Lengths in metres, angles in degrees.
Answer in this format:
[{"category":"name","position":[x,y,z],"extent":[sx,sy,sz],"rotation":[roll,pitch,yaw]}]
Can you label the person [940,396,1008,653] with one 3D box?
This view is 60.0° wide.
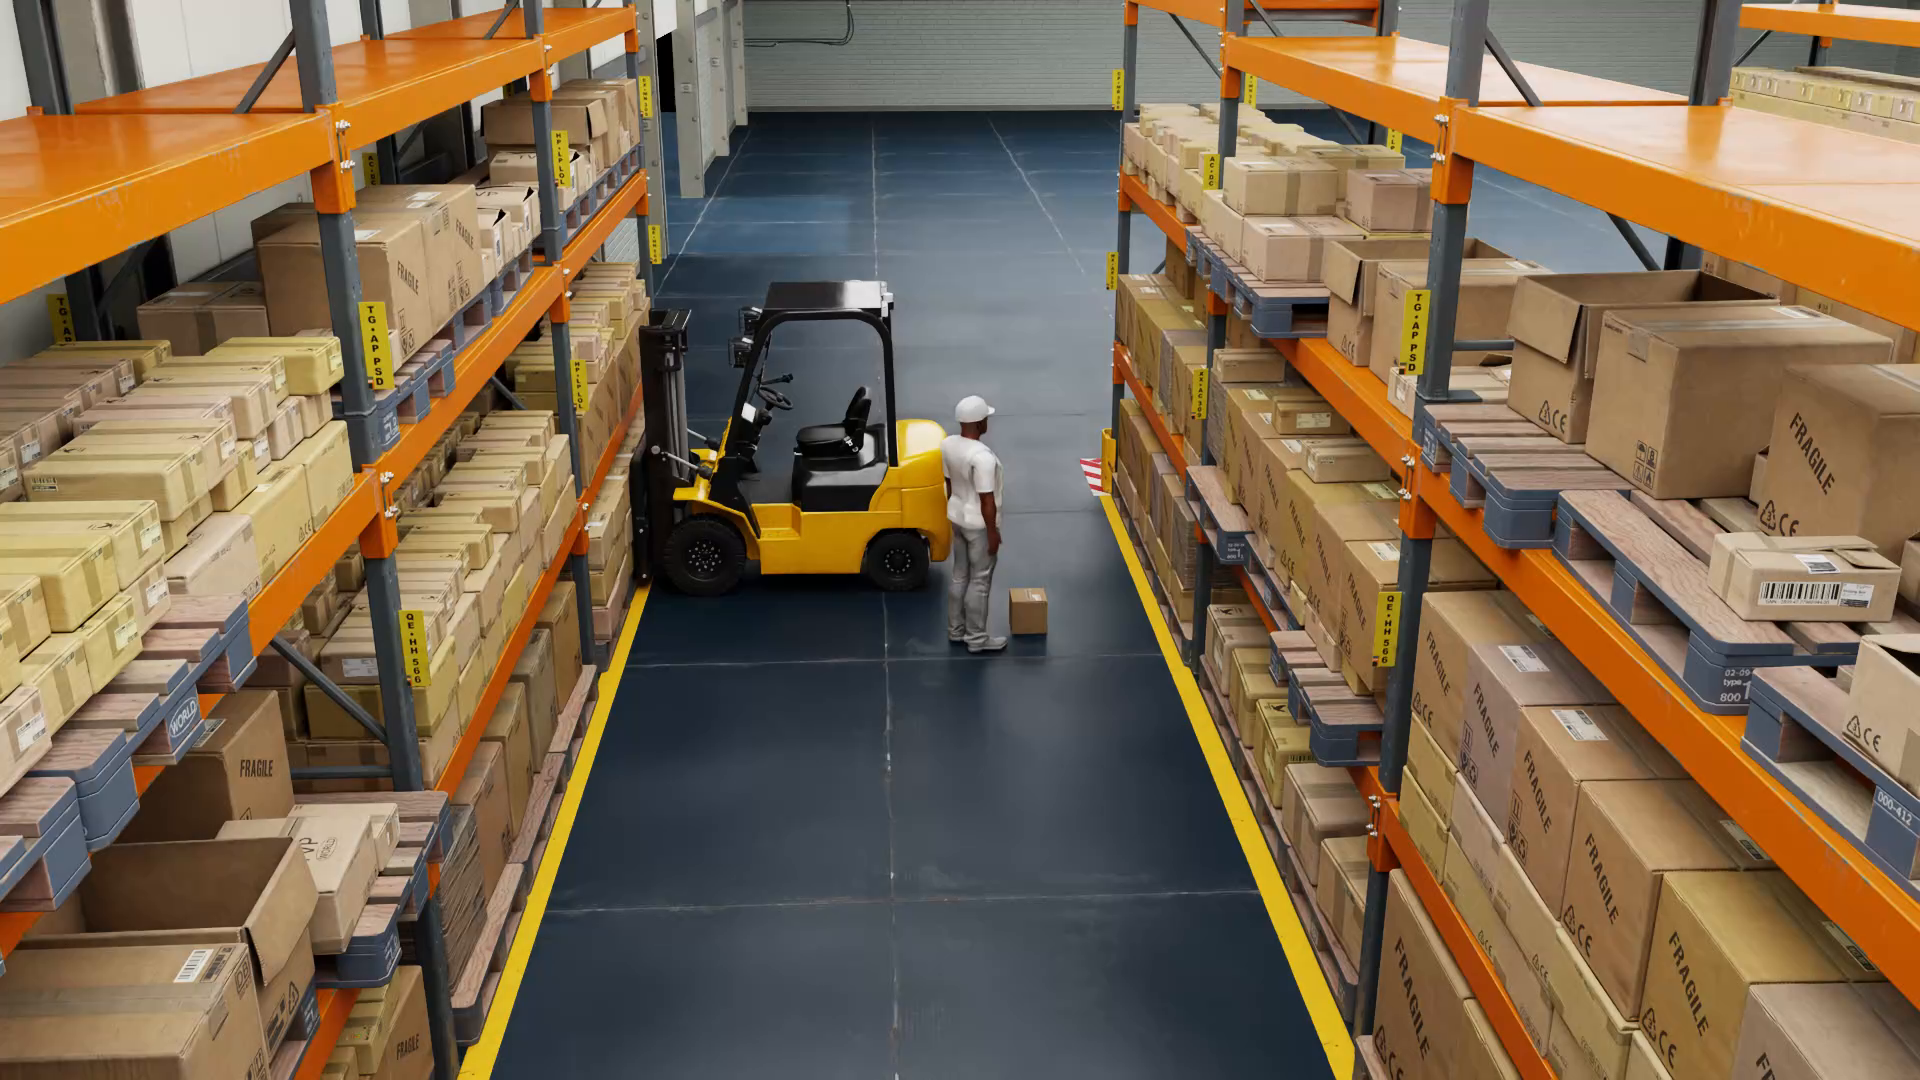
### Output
[{"category":"person","position":[0.095,-0.125,11.367],"extent":[0.340,1.765,0.561],"rotation":[-12,23,-28]}]
